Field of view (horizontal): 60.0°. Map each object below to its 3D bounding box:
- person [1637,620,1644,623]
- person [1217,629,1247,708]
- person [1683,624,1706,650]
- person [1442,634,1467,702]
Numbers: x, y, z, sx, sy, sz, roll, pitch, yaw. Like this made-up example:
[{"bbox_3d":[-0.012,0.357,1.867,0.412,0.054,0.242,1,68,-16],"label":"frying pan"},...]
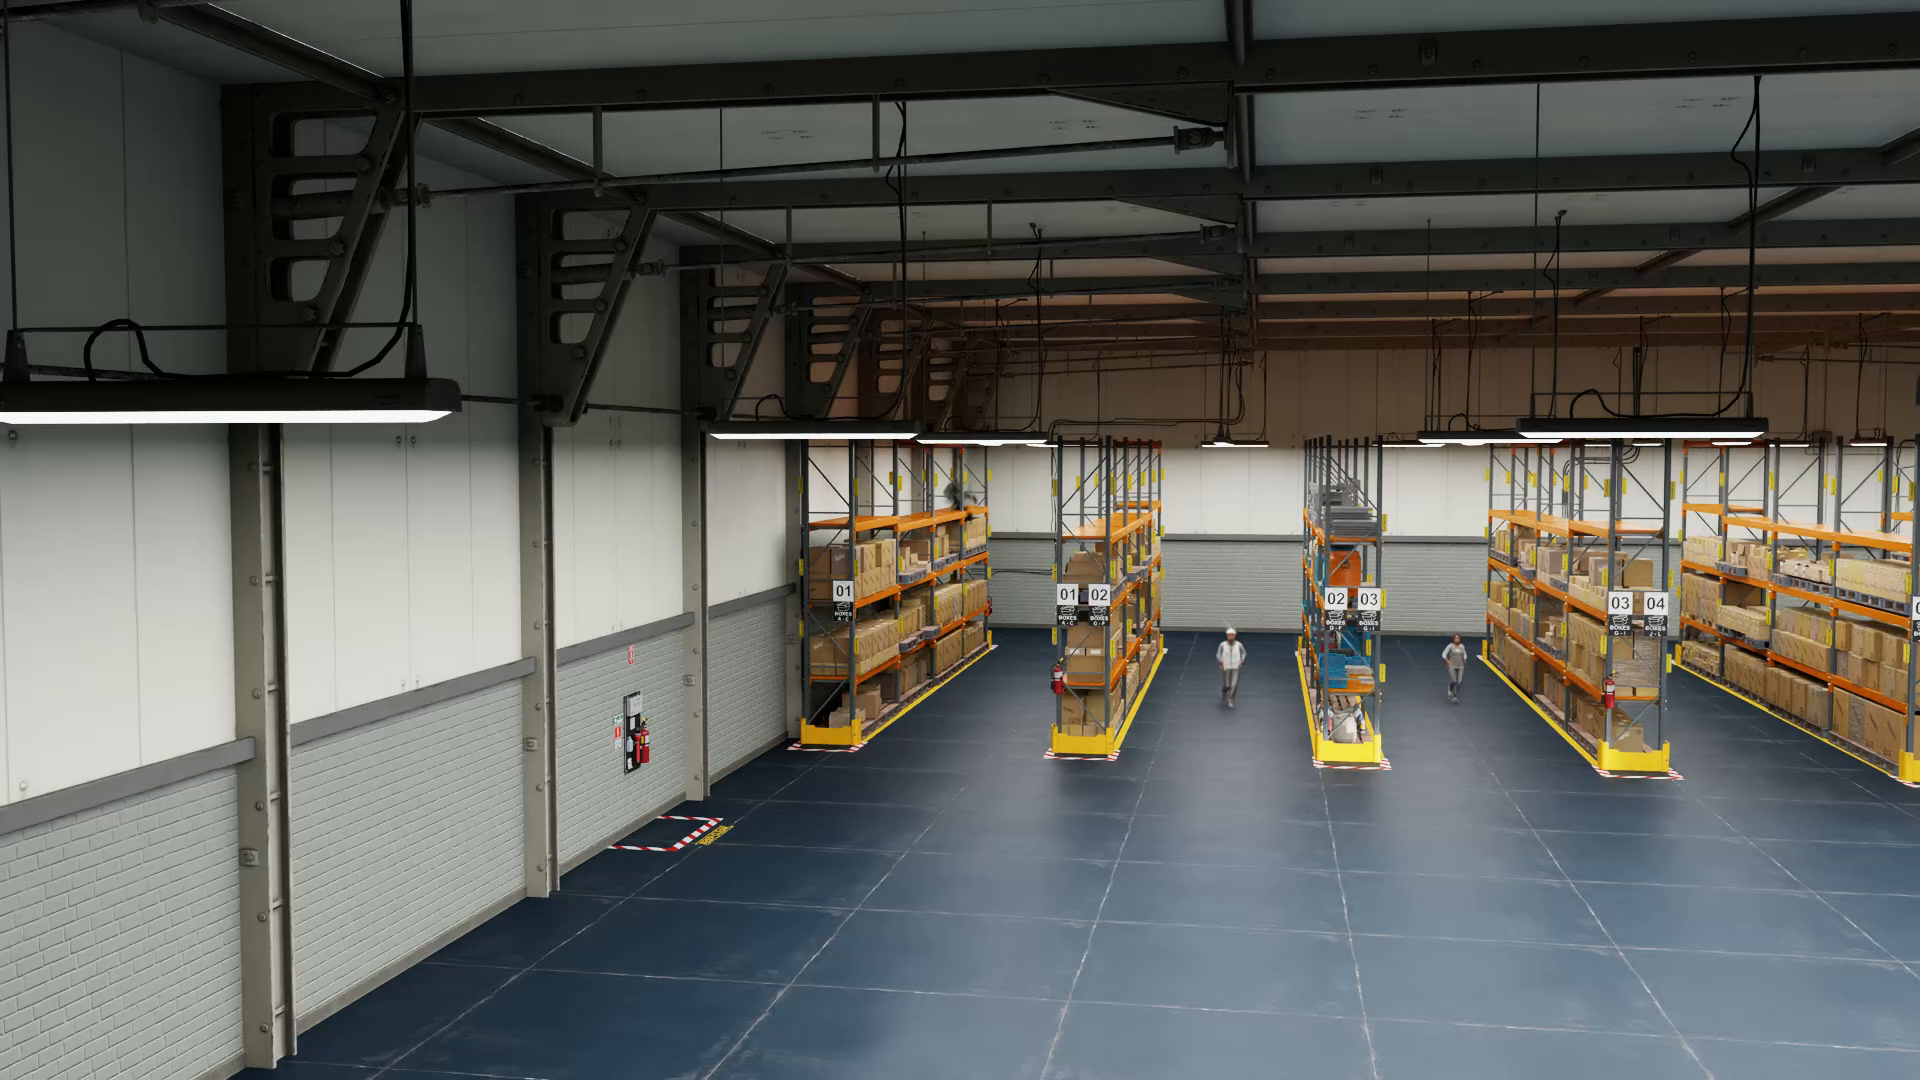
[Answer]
[{"bbox_3d":[17.805,2.504,43.563,0.712,1.780,0.917,1,3,20],"label":"person"},{"bbox_3d":[6.078,2.852,37.202,0.661,1.751,0.642,0,3,6],"label":"person"},{"bbox_3d":[20.204,2.380,45.709,0.885,1.743,0.719,-1,3,-12],"label":"person"},{"bbox_3d":[11.233,2.903,37.638,0.531,1.556,0.540,0,3,0],"label":"person"}]
